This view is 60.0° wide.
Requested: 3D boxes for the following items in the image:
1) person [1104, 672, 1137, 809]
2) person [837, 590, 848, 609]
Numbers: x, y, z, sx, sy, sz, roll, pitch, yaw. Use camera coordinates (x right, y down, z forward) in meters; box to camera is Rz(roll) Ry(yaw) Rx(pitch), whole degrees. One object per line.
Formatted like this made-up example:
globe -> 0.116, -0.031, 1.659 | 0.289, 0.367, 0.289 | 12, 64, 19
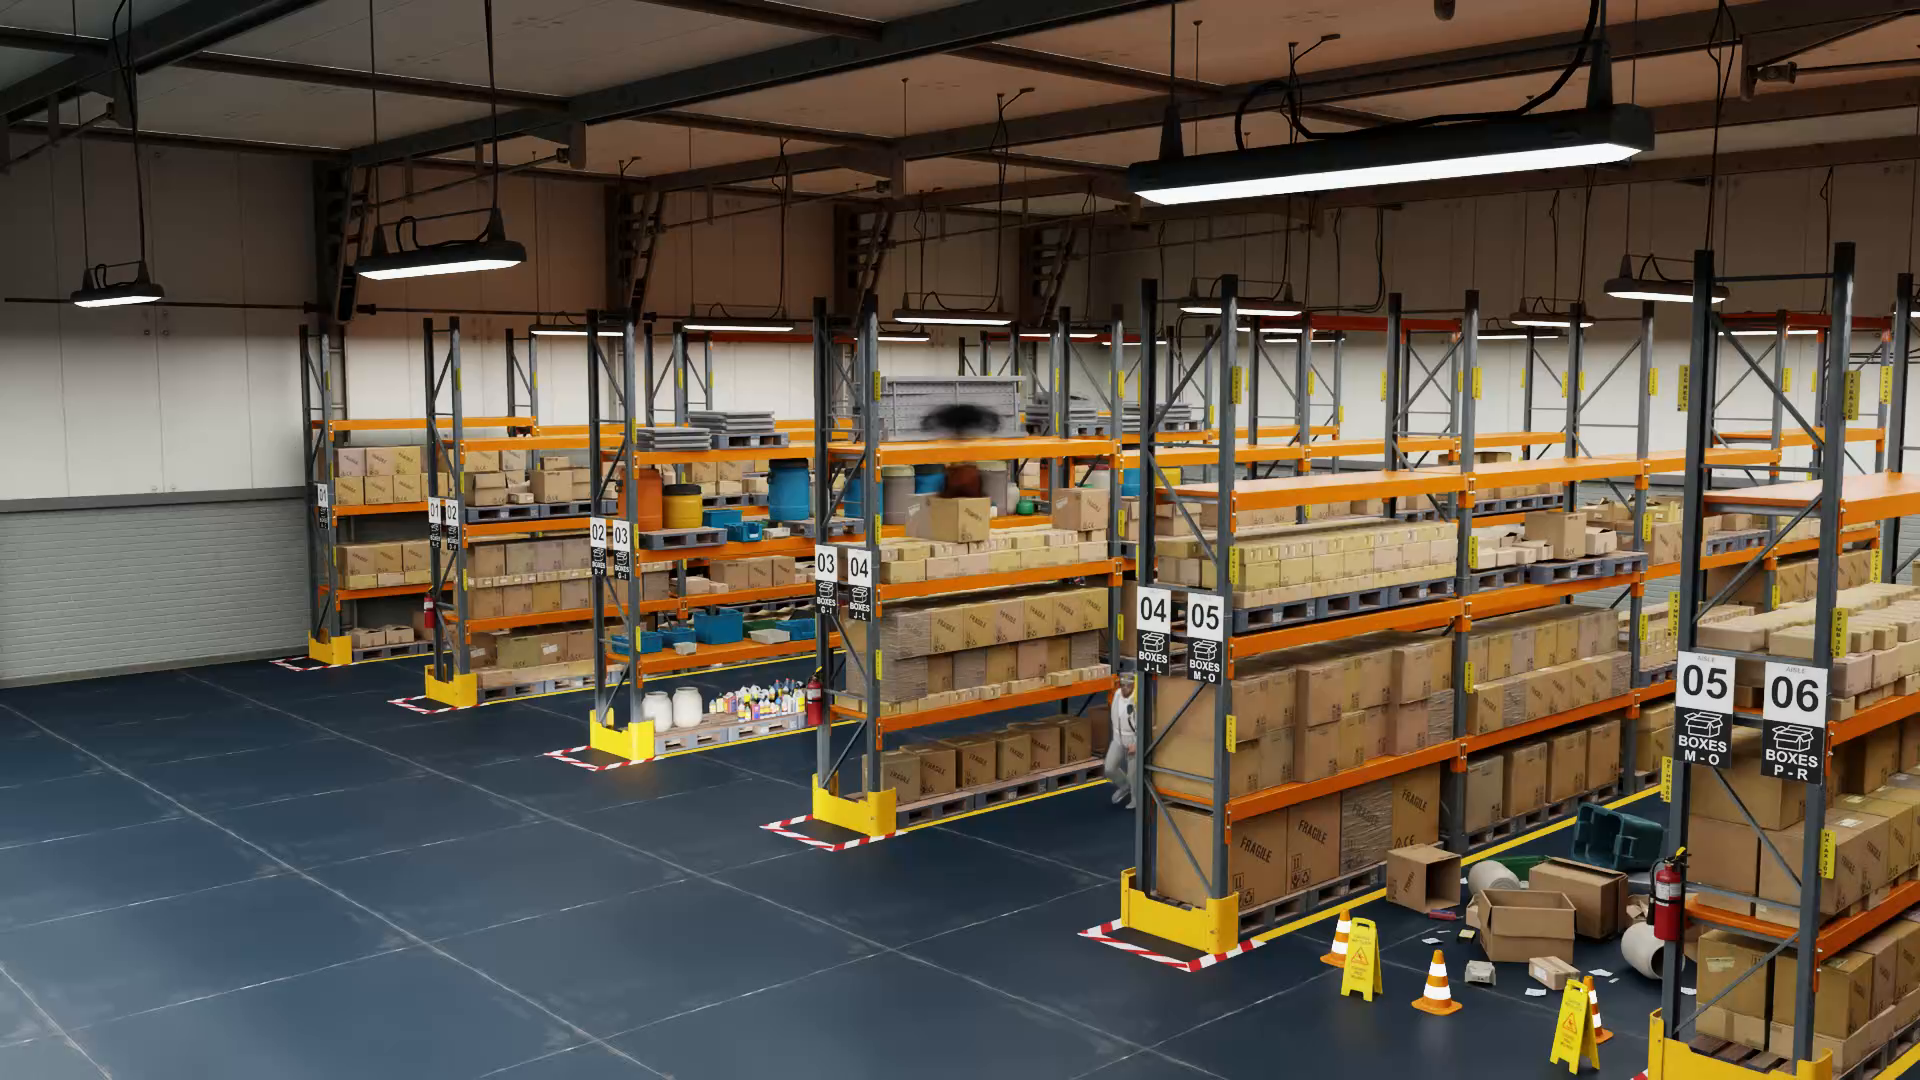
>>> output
person -> 2.001, 2.352, 19.497 | 0.662, 1.694, 0.708 | 5, 7, 40
person -> -2.419, 0.853, 34.760 | 0.524, 1.684, 0.797 | 4, 7, 38
